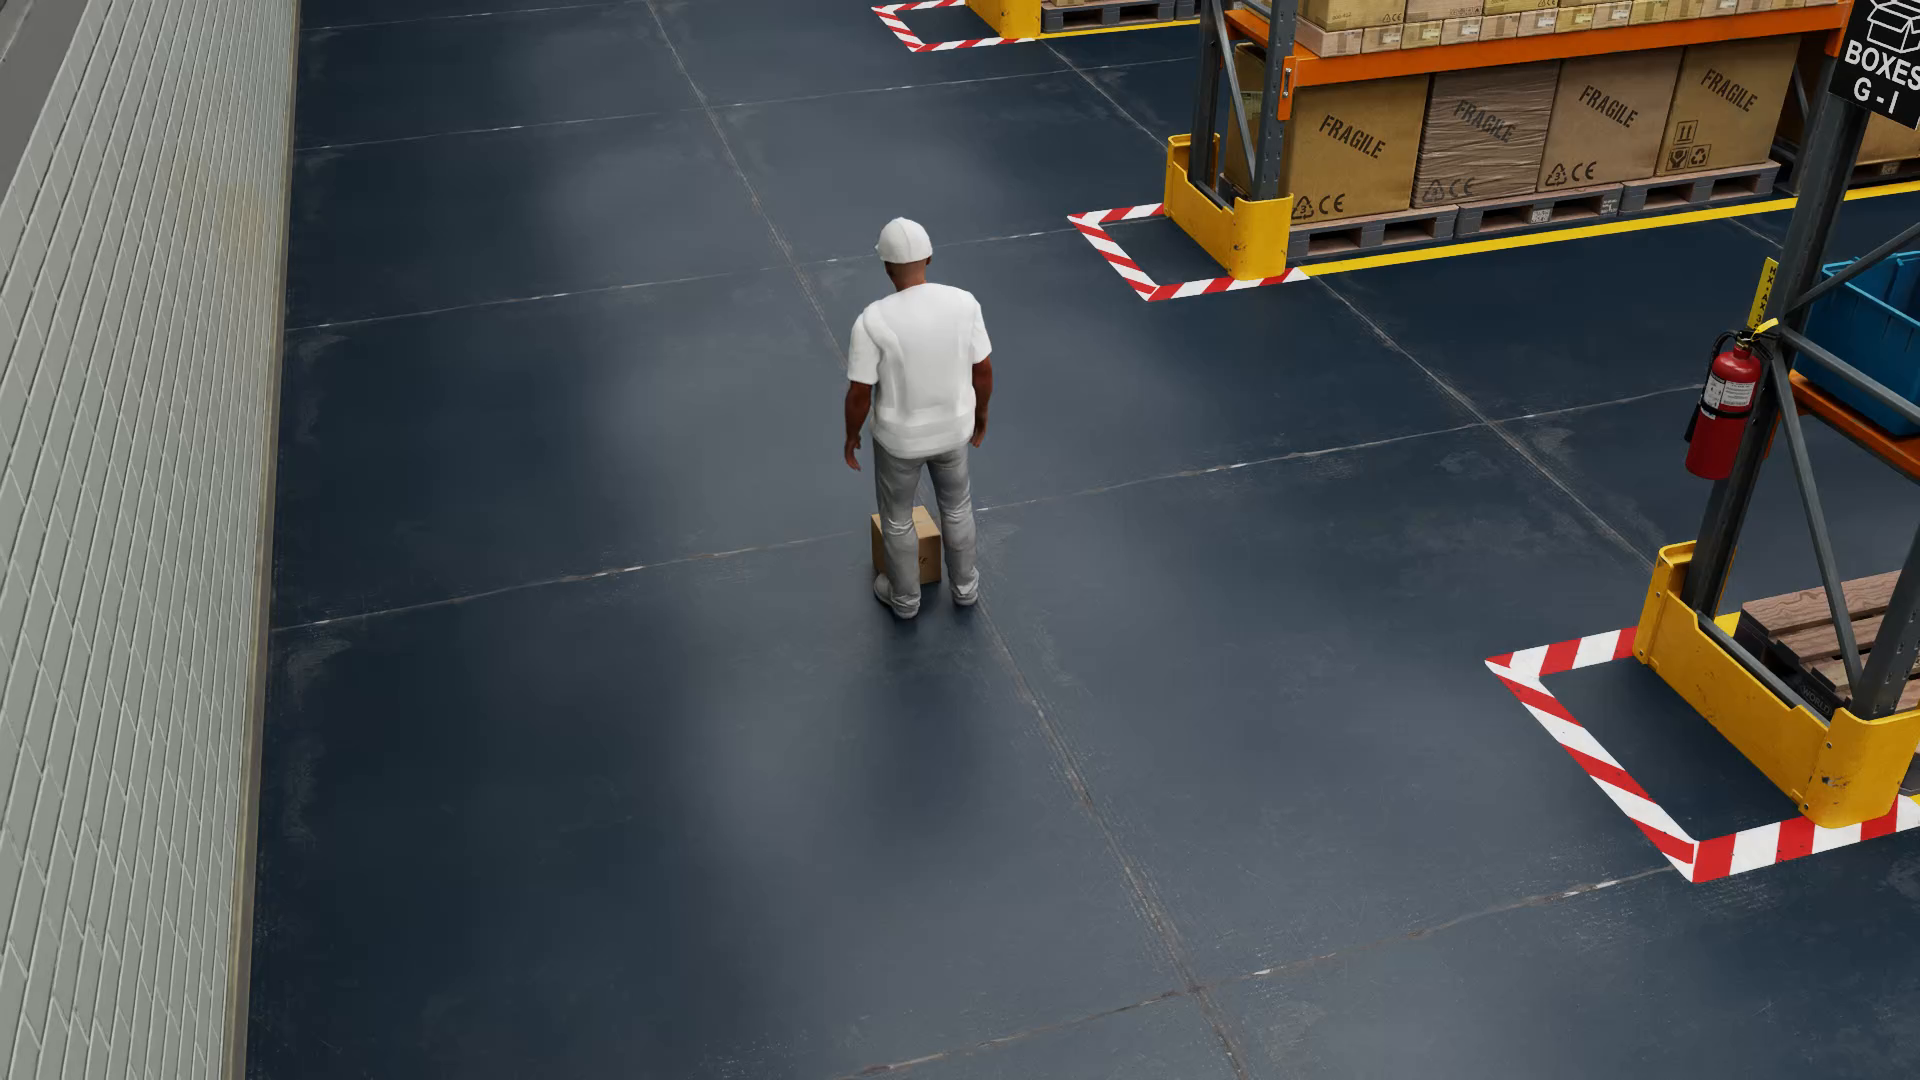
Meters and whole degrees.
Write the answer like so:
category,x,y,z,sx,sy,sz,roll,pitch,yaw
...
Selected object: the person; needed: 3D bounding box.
category,x,y,z,sx,sy,sz,roll,pitch,yaw
person,-0.171,-0.471,6.831,0.636,1.761,0.454,-12,35,-17
